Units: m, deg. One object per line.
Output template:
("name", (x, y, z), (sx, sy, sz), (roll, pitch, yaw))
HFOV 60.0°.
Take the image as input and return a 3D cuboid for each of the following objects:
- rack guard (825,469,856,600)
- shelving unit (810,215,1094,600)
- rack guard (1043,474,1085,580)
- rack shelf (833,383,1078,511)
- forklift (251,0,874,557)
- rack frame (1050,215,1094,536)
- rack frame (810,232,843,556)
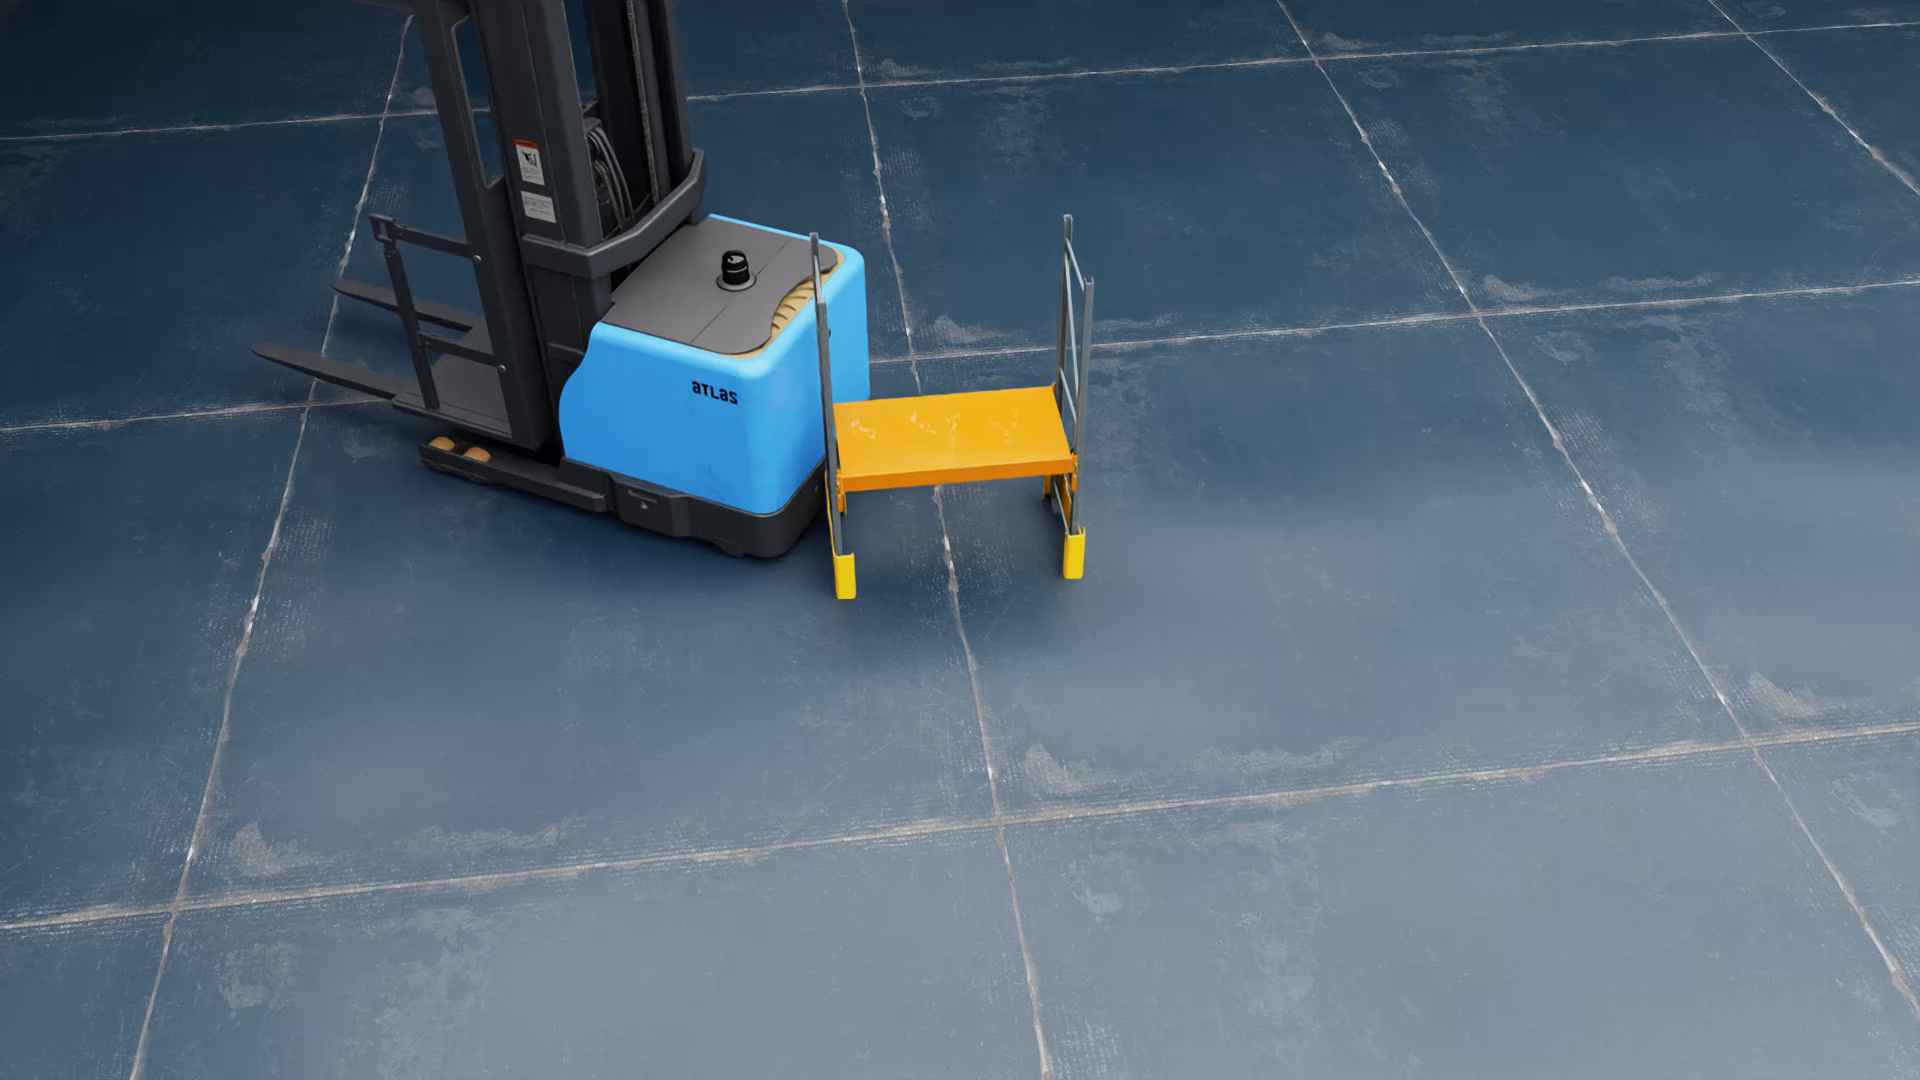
("rack guard", (-0.527, -0.030, 7.312), (0.087, 0.250, 0.587), (-5, 42, -6))
("shelving unit", (-0.033, -0.538, 6.941), (1.083, 1.500, 0.587), (-5, 42, -6))
("rack guard", (0.460, -0.117, 7.408), (0.087, 0.250, 0.587), (-5, 42, -6))
("rack shelf", (-0.042, -0.403, 7.061), (1.000, 0.185, 0.538), (-5, 42, -6))
("forklift", (-1.969, -1.662, 7.119), (3.031, 2.935, 1.130), (16, 45, 17))
("rack frame", (0.462, -0.581, 6.990), (0.032, 1.500, 0.500), (-5, 42, -6))
("rack frame", (-0.546, -0.493, 6.891), (0.032, 1.500, 0.500), (-5, 42, -6))
